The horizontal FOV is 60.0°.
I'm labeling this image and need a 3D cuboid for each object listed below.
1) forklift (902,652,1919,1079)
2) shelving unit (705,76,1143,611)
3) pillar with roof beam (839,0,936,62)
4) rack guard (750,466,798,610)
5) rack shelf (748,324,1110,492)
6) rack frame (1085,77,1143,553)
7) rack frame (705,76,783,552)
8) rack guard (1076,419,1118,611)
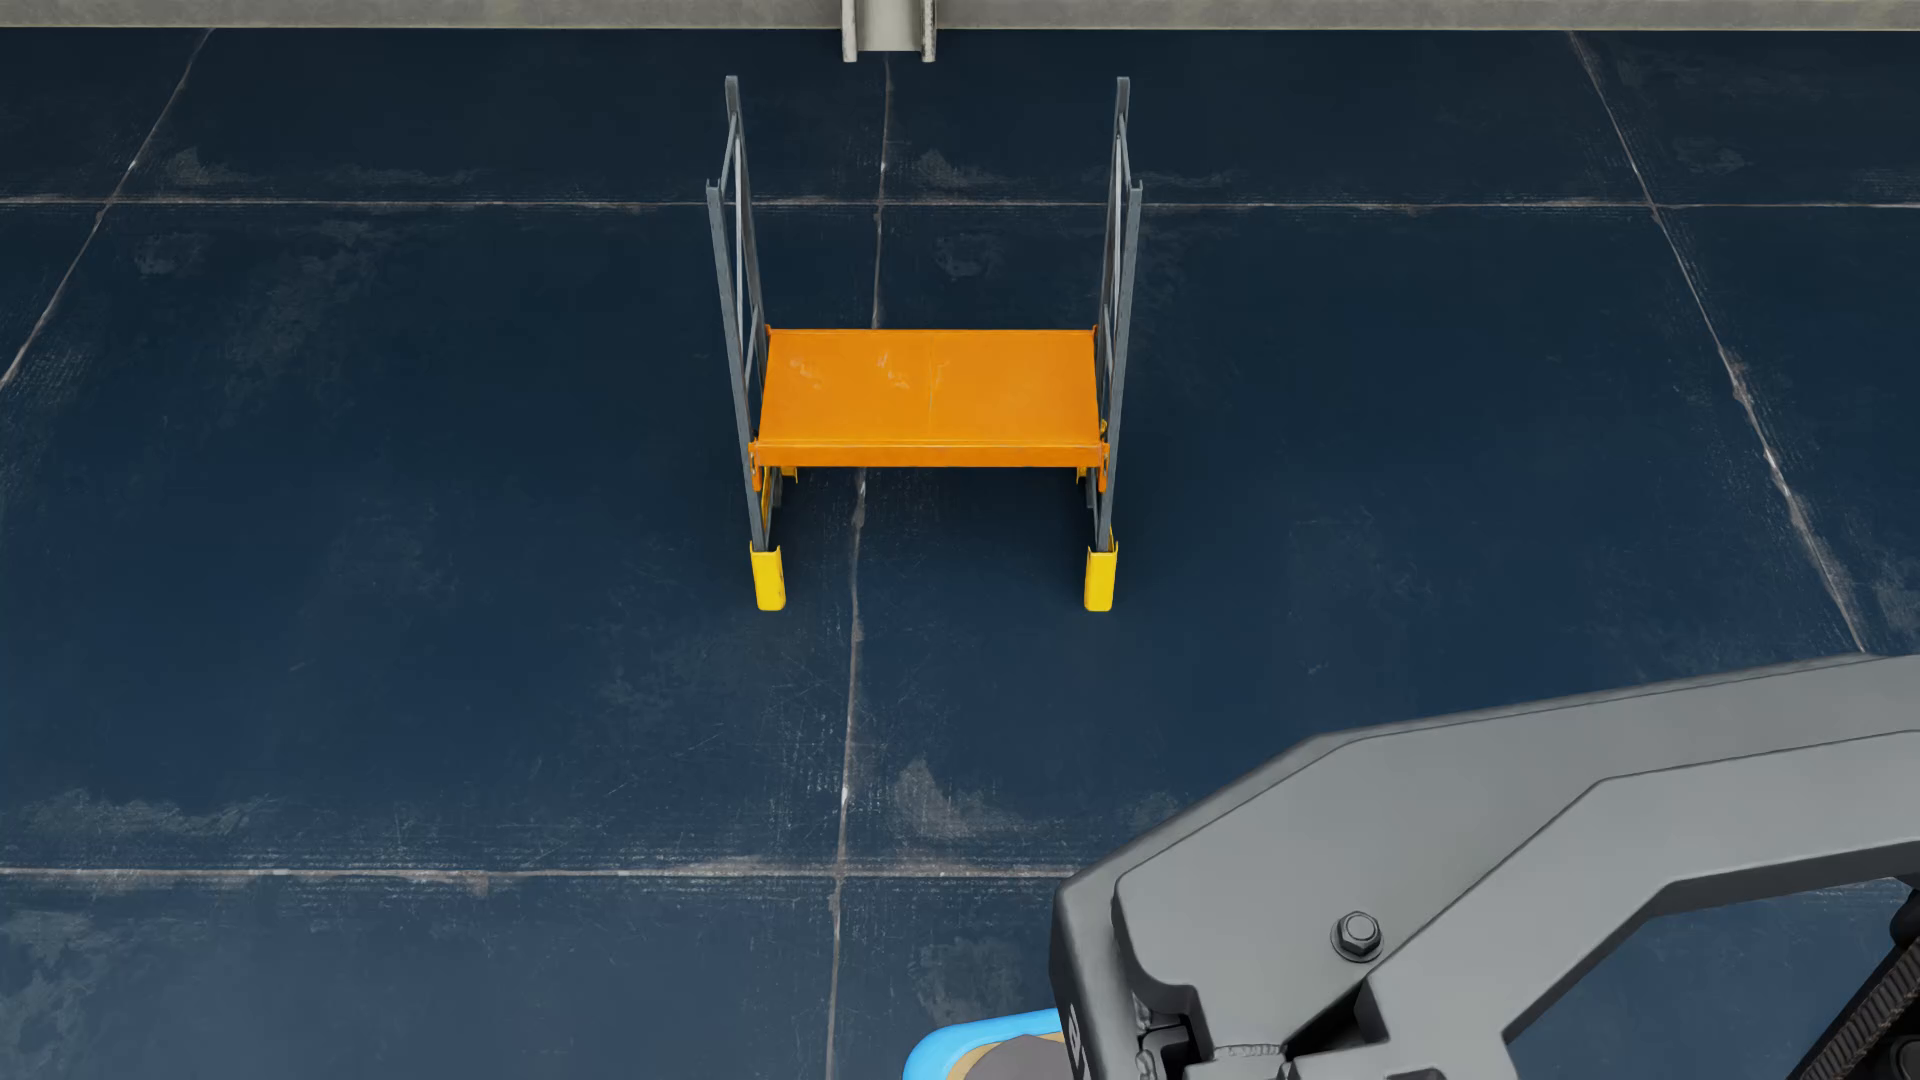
[{"bbox_3d":[0.653,1.616,1.744,1.130,2.935,3.031,-8,48,-7],"label":"forklift"},{"bbox_3d":[-0.076,-0.511,4.701,1.083,1.500,0.587,0,47,0],"label":"shelving unit"},{"bbox_3d":[-0.321,-2.089,1.047,0.400,9.000,9.100,0,47,0],"label":"pillar with roof beam"},{"bbox_3d":[-0.574,-0.087,5.160,0.087,0.250,0.587,0,47,0],"label":"rack guard"},{"bbox_3d":[-0.085,-0.389,4.833,1.000,0.185,0.538,0,47,0],"label":"rack shelf"},{"bbox_3d":[0.423,-0.510,4.700,0.032,1.500,0.500,0,47,0],"label":"rack frame"},{"bbox_3d":[-0.594,-0.513,4.703,0.032,1.500,0.500,0,47,0],"label":"rack frame"},{"bbox_3d":[0.422,-0.084,5.157,0.087,0.250,0.587,0,47,0],"label":"rack guard"}]
